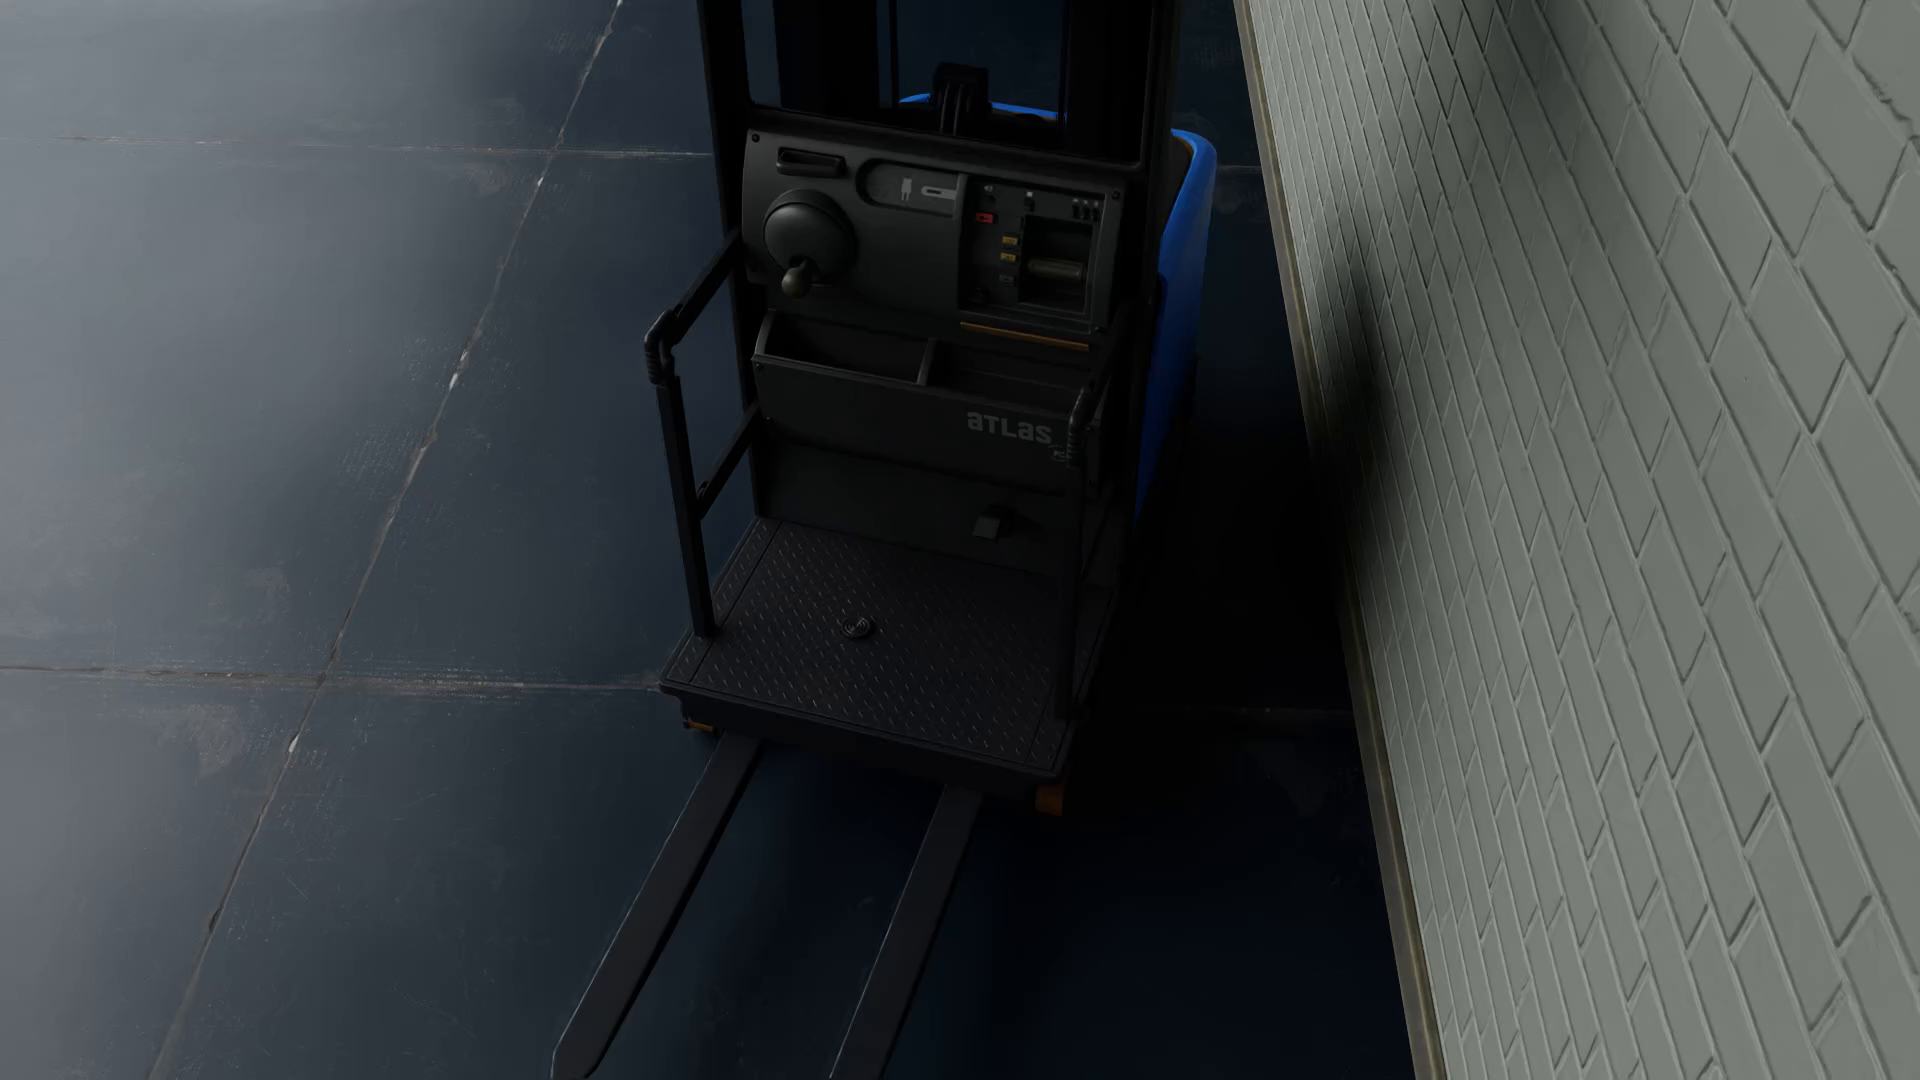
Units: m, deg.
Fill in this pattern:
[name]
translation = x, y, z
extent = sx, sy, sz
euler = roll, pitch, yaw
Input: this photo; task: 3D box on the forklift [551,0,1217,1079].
[forklift]
translation = -0.136, -0.641, 3.788
extent = 1.130, 2.935, 3.031
euler = 12, 44, 12
